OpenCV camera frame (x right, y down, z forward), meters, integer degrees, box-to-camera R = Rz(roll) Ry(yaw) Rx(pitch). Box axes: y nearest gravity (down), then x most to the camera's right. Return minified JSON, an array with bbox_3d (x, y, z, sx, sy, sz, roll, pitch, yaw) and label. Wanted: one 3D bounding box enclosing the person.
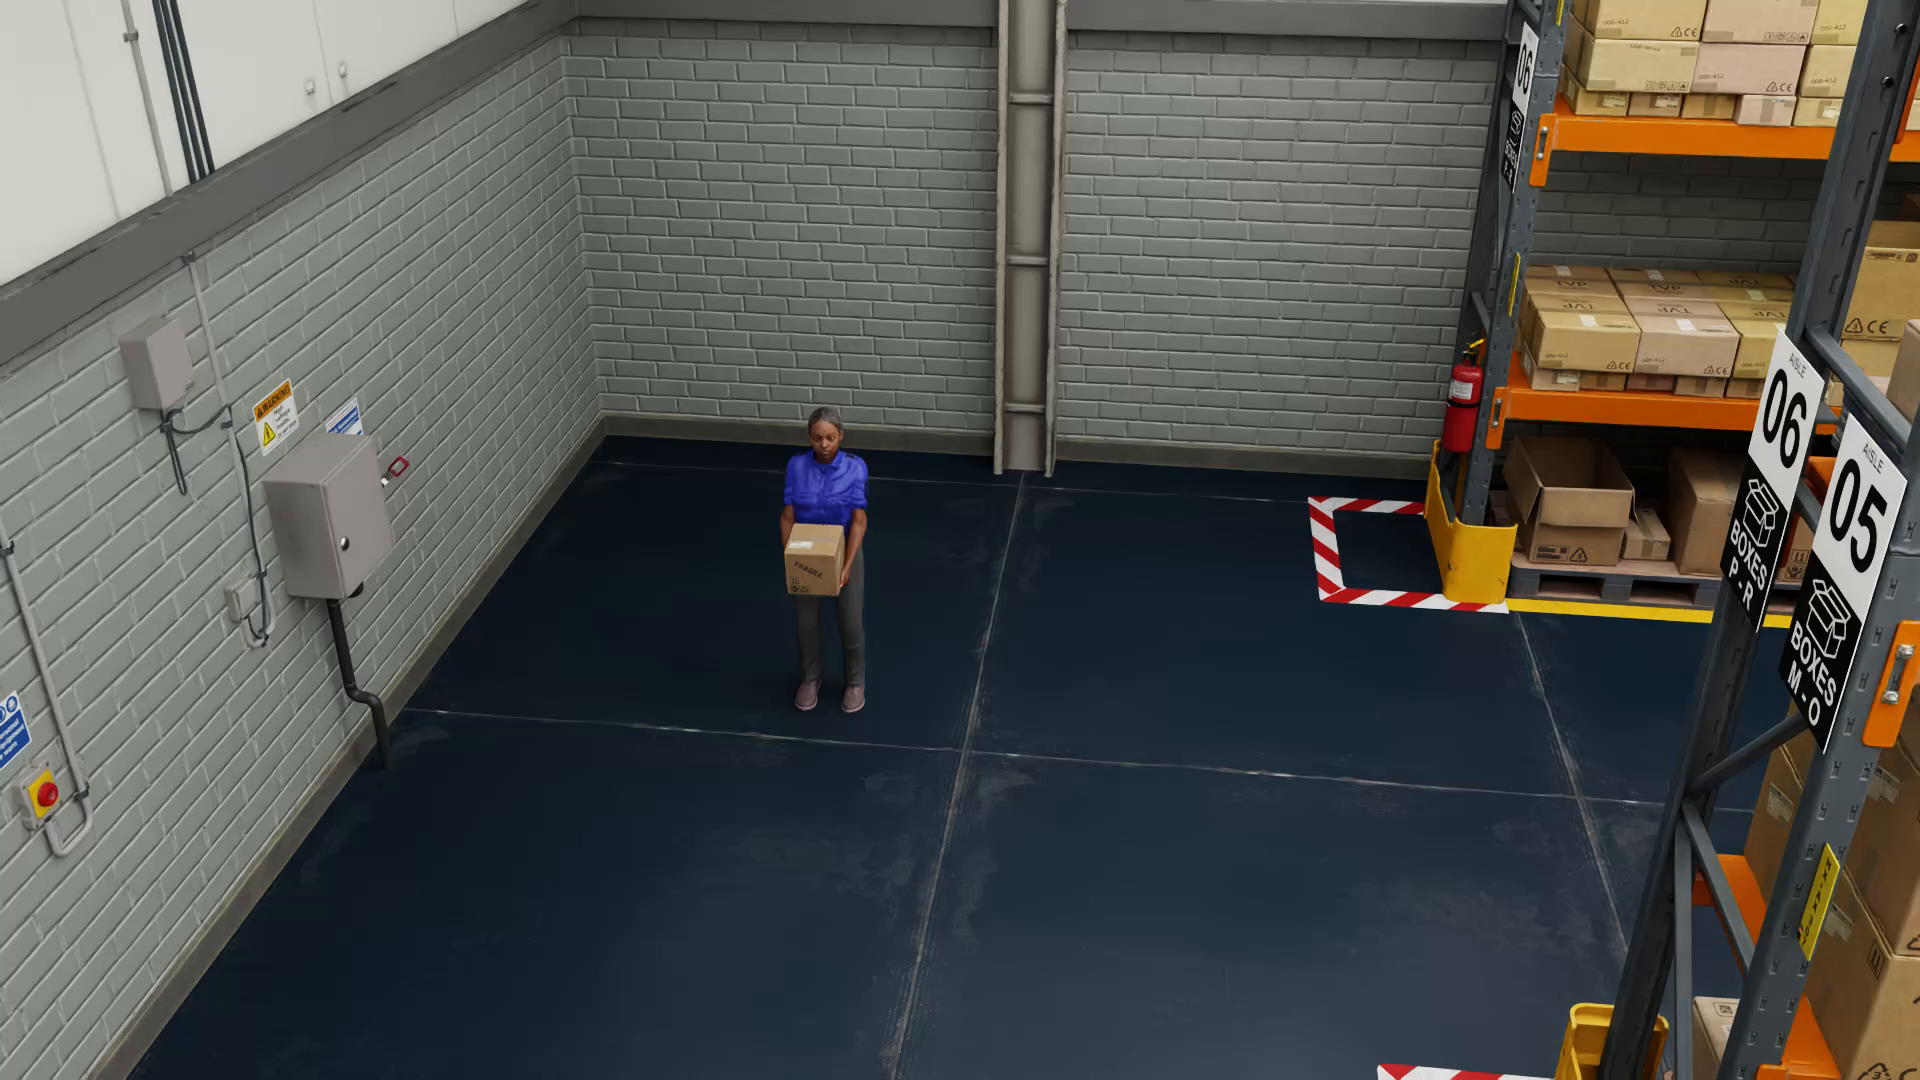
[{"bbox_3d":[-0.682,0.145,8.372,0.441,1.656,0.499,3,29,6],"label":"person"}]
